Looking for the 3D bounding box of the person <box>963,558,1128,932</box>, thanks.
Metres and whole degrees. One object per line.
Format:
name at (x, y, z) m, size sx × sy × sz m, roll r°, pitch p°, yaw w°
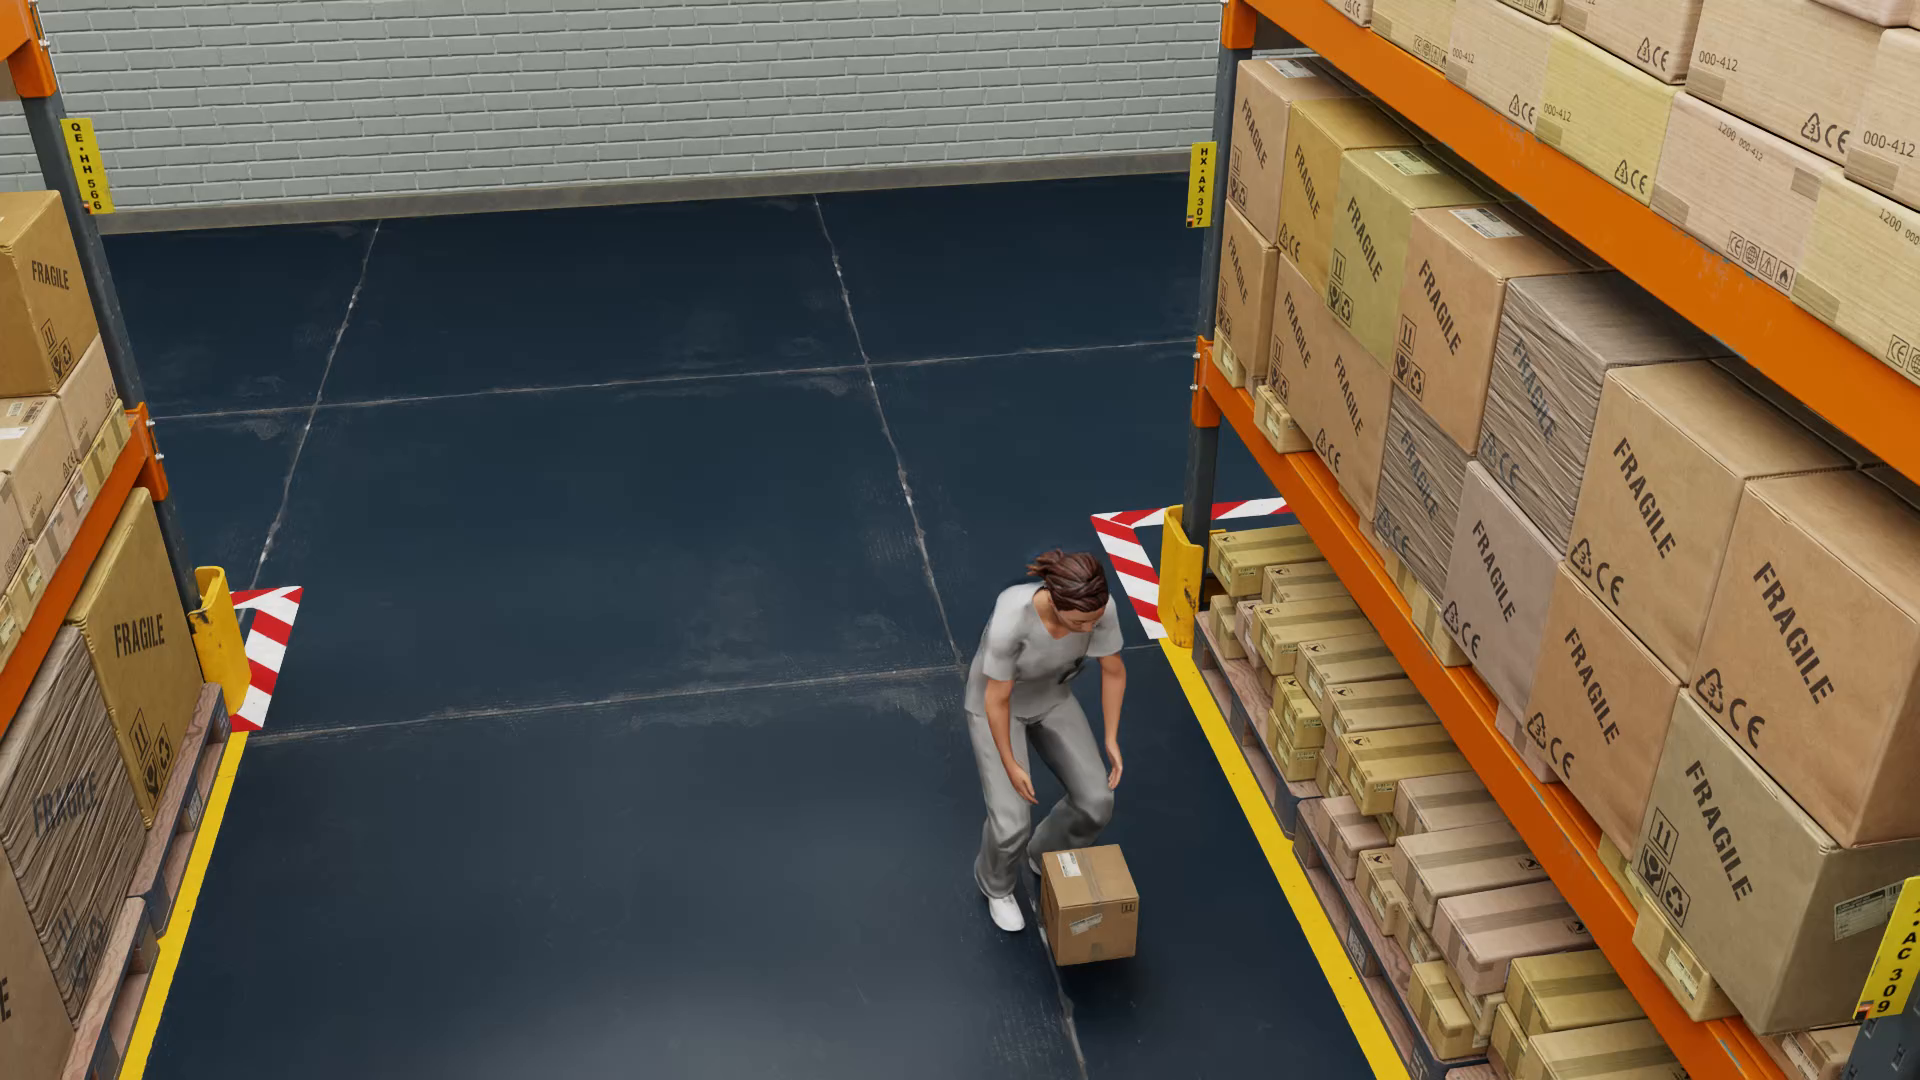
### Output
person at (0.280, 0.607, 5.348) m, size 0.489 × 1.444 × 0.595 m, roll -12°, pitch 33°, yaw -19°
